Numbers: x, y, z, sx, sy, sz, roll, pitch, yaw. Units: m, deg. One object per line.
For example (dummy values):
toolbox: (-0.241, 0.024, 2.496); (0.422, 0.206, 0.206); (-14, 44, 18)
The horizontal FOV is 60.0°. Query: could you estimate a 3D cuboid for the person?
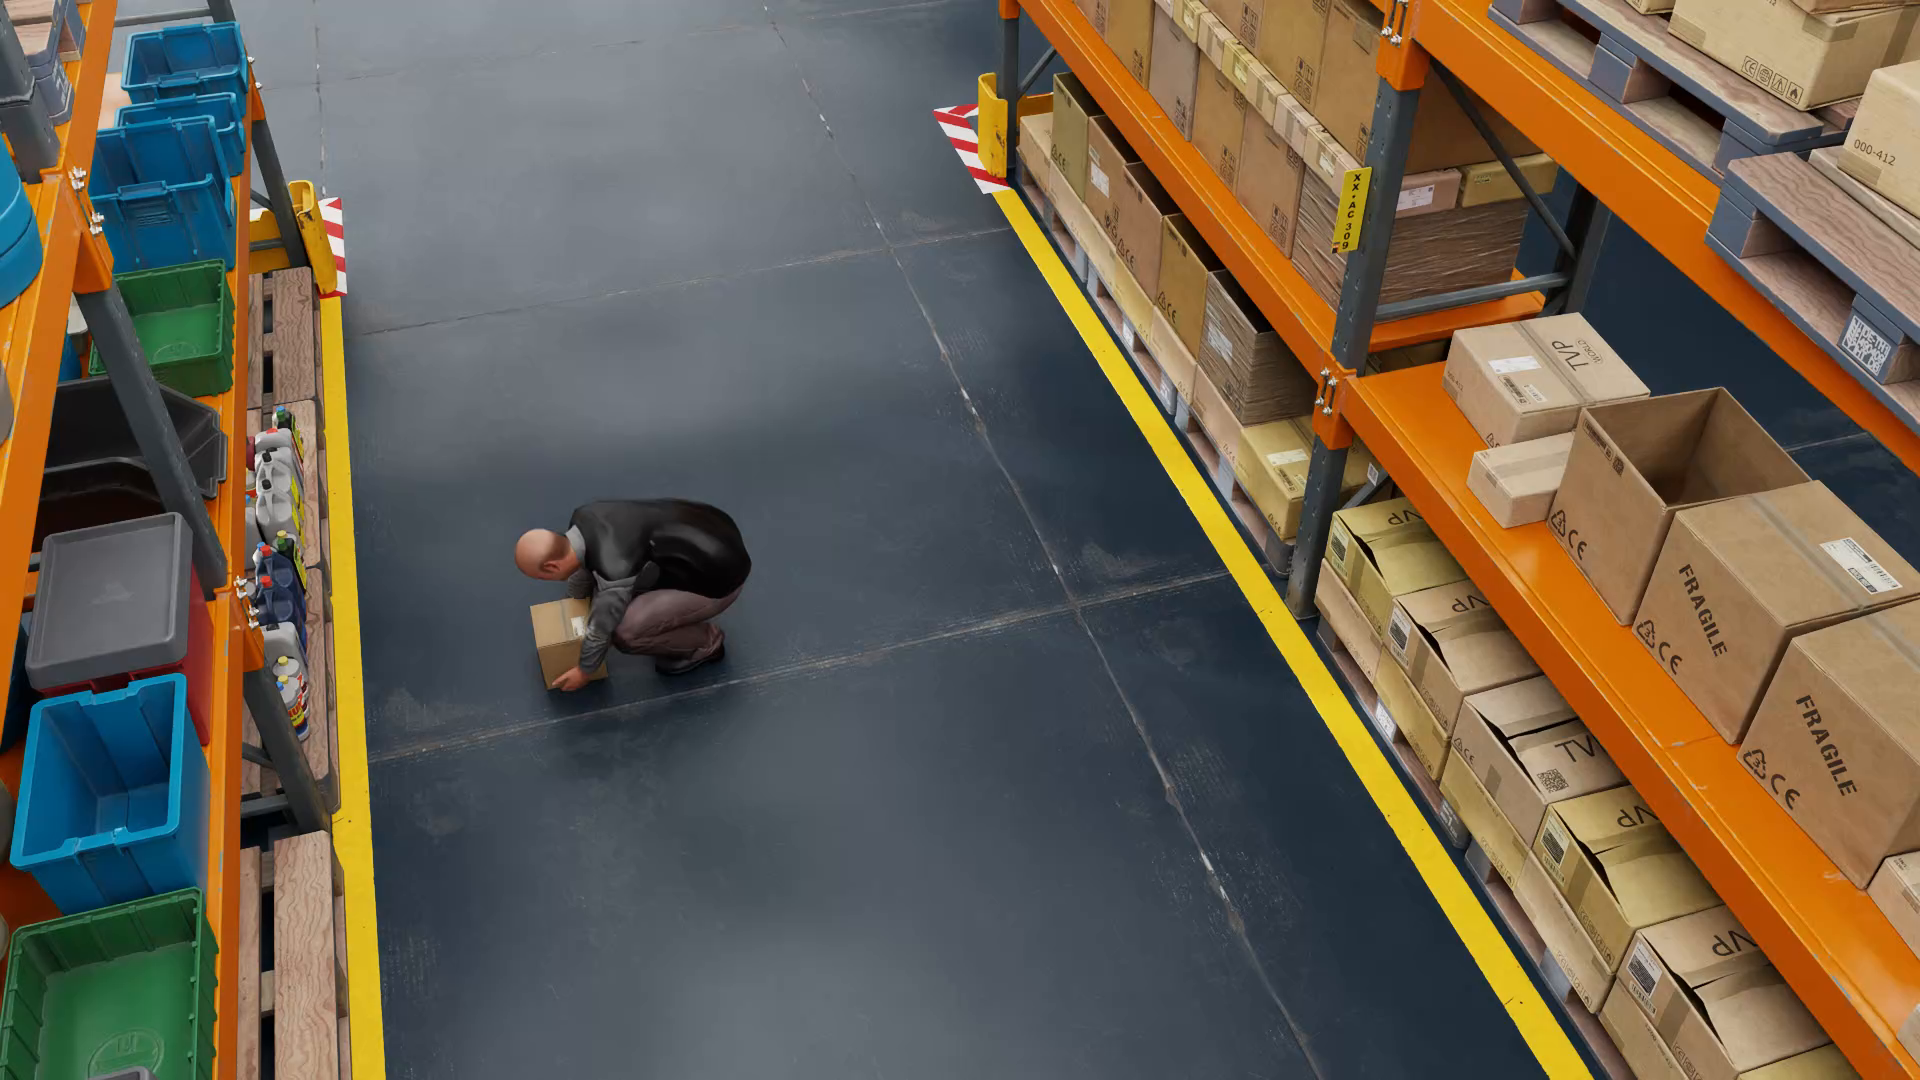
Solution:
person: (-1.294, 0.188, 6.721); (0.897, 0.830, 0.520); (-12, 43, -13)
